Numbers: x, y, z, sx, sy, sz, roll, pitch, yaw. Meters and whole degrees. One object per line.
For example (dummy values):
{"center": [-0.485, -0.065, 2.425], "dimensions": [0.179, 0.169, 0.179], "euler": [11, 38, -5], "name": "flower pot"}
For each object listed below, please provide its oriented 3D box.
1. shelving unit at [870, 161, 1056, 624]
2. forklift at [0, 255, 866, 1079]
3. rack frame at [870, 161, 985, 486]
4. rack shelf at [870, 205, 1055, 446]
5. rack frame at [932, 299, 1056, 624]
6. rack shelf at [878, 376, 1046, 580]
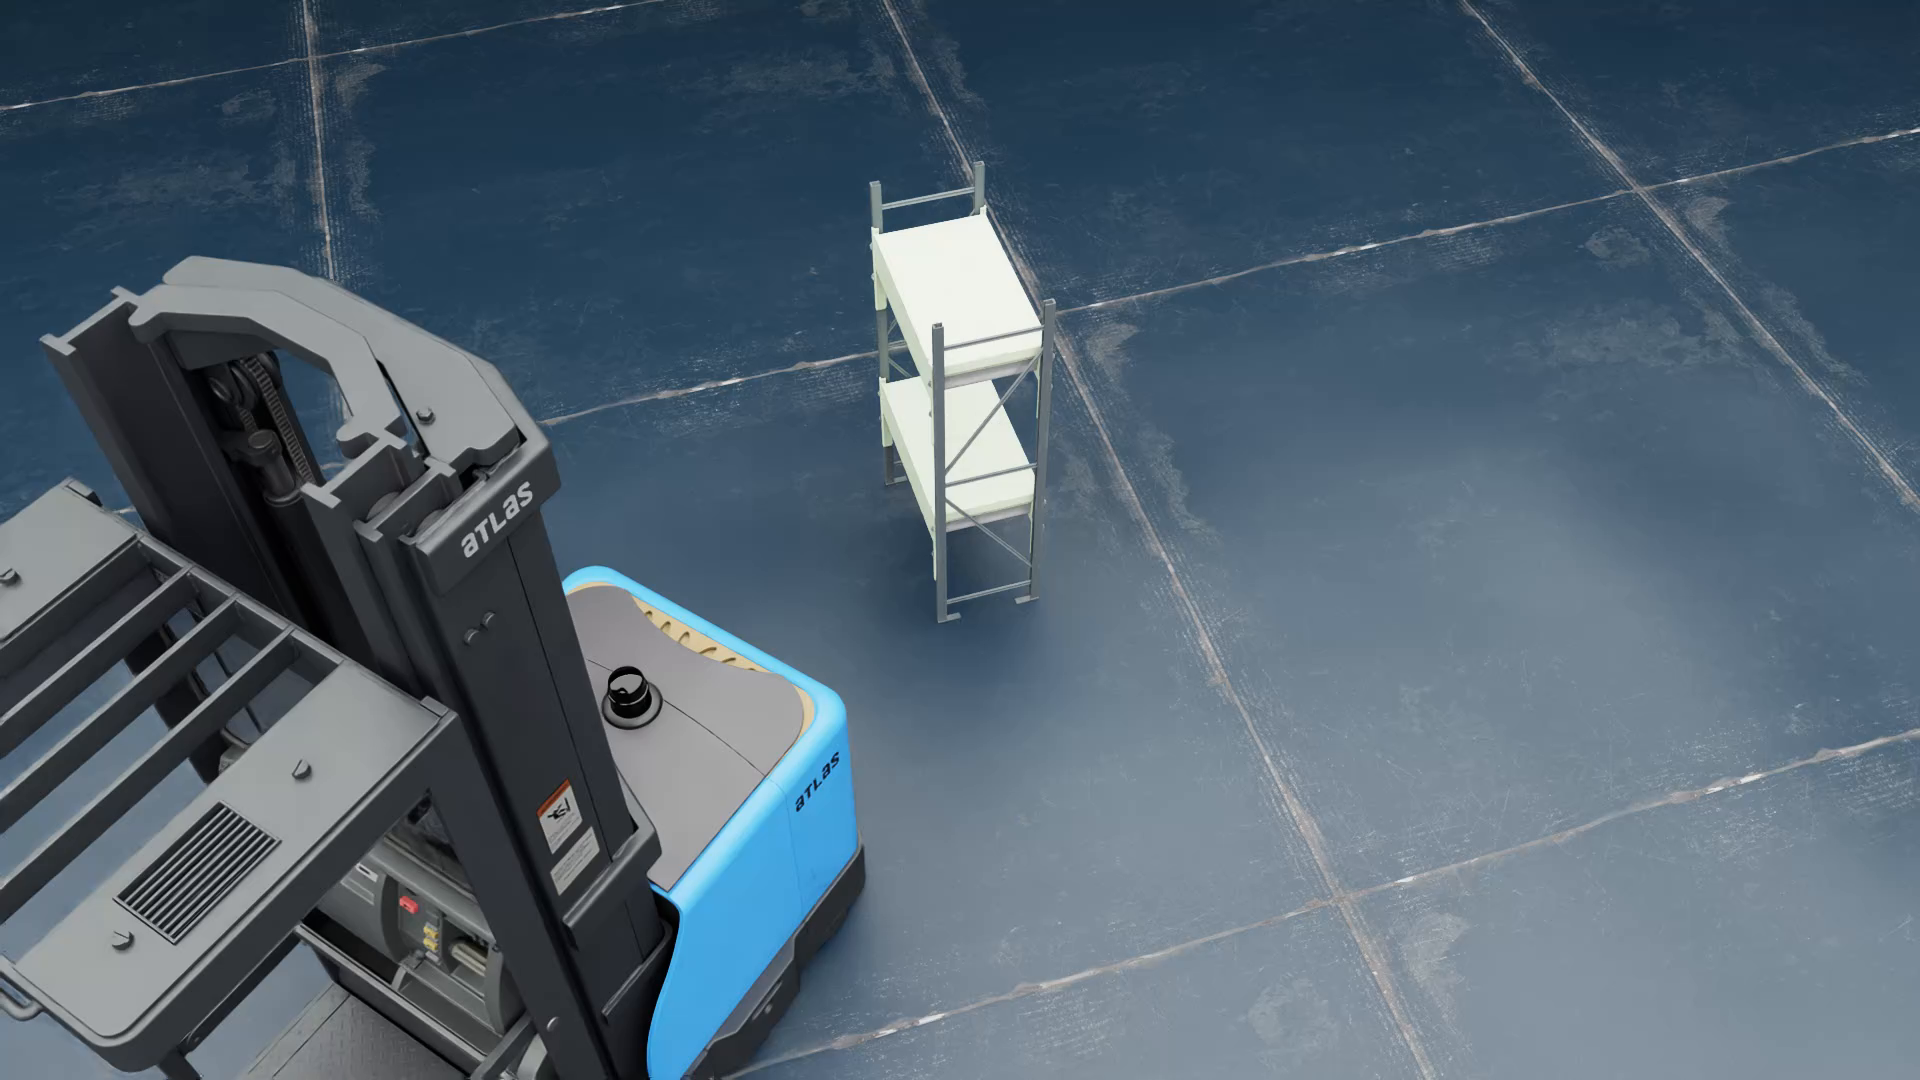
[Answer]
{"center": [-0.002, -0.488, 5.970], "dimensions": [0.431, 1.500, 0.755], "euler": [-13, 51, -11], "name": "shelving unit"}
{"center": [-1.533, 0.950, 3.822], "dimensions": [1.130, 2.935, 3.031], "euler": [26, 55, 20], "name": "forklift"}
{"center": [-0.110, -0.756, 6.196], "dimensions": [0.400, 1.500, 0.023], "euler": [-13, 51, -11], "name": "rack frame"}
{"center": [-0.002, -0.740, 5.672], "dimensions": [0.431, 0.370, 0.720], "euler": [-13, 51, -11], "name": "rack shelf"}
{"center": [0.106, -0.221, 5.745], "dimensions": [0.400, 1.500, 0.023], "euler": [-13, 51, -11], "name": "rack frame"}
{"center": [-0.002, -0.278, 6.220], "dimensions": [0.431, 0.370, 0.720], "euler": [-13, 51, -11], "name": "rack shelf"}
